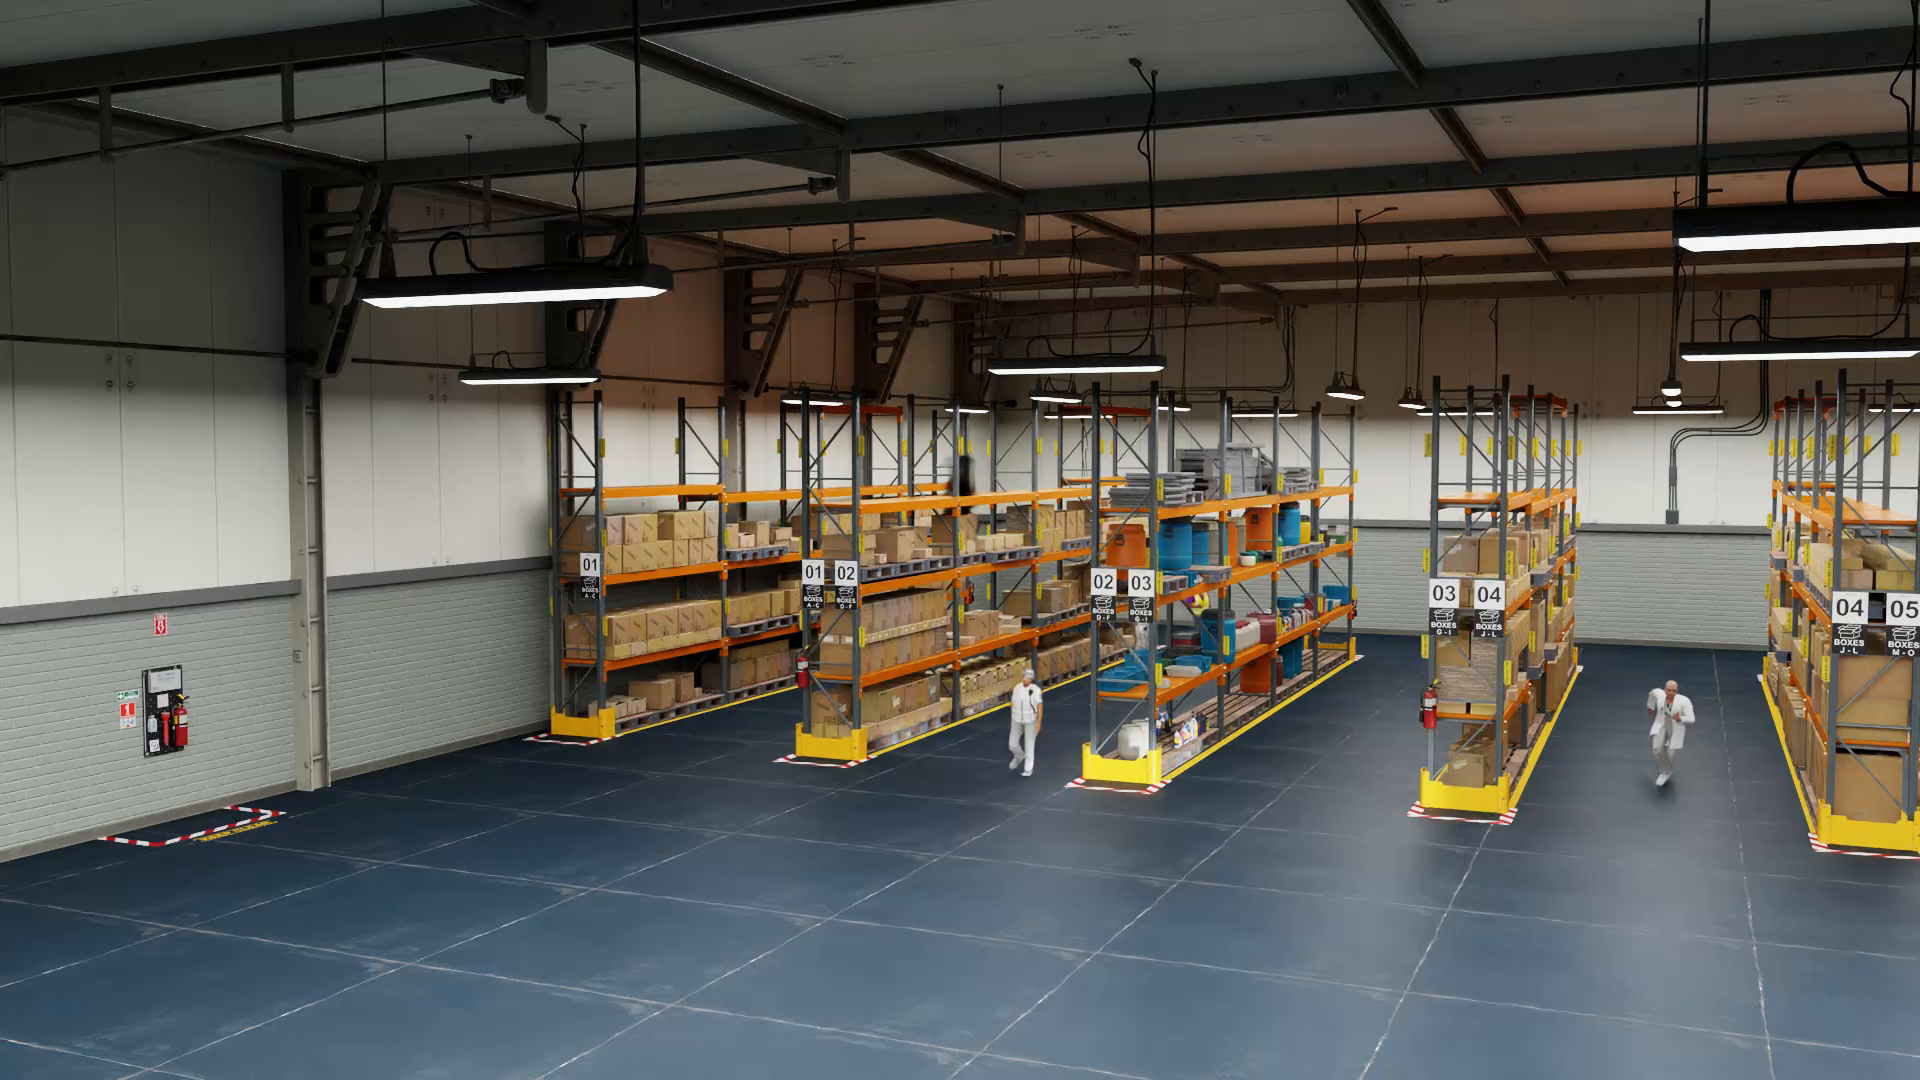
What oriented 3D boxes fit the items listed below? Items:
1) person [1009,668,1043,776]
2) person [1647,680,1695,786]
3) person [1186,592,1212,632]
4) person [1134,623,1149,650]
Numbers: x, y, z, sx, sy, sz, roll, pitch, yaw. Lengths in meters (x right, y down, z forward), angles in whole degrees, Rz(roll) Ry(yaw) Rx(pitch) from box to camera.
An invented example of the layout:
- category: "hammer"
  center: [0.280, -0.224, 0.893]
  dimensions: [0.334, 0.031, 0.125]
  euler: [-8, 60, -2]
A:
- category: "person"
  center: [0.994, 2.762, 25.318]
  dimensions: [0.573, 1.643, 0.512]
  euler: [1, 3, 17]
- category: "person"
  center: [10.526, 2.828, 24.646]
  dimensions: [0.694, 1.582, 1.183]
  euler: [2, 4, 27]
- category: "person"
  center: [5.934, 1.862, 41.059]
  dimensions: [0.720, 1.753, 0.979]
  euler: [-1, 3, -16]
- category: "person"
  center: [3.886, 2.262, 34.847]
  dimensions: [0.598, 1.606, 0.690]
  euler: [2, 4, 37]
